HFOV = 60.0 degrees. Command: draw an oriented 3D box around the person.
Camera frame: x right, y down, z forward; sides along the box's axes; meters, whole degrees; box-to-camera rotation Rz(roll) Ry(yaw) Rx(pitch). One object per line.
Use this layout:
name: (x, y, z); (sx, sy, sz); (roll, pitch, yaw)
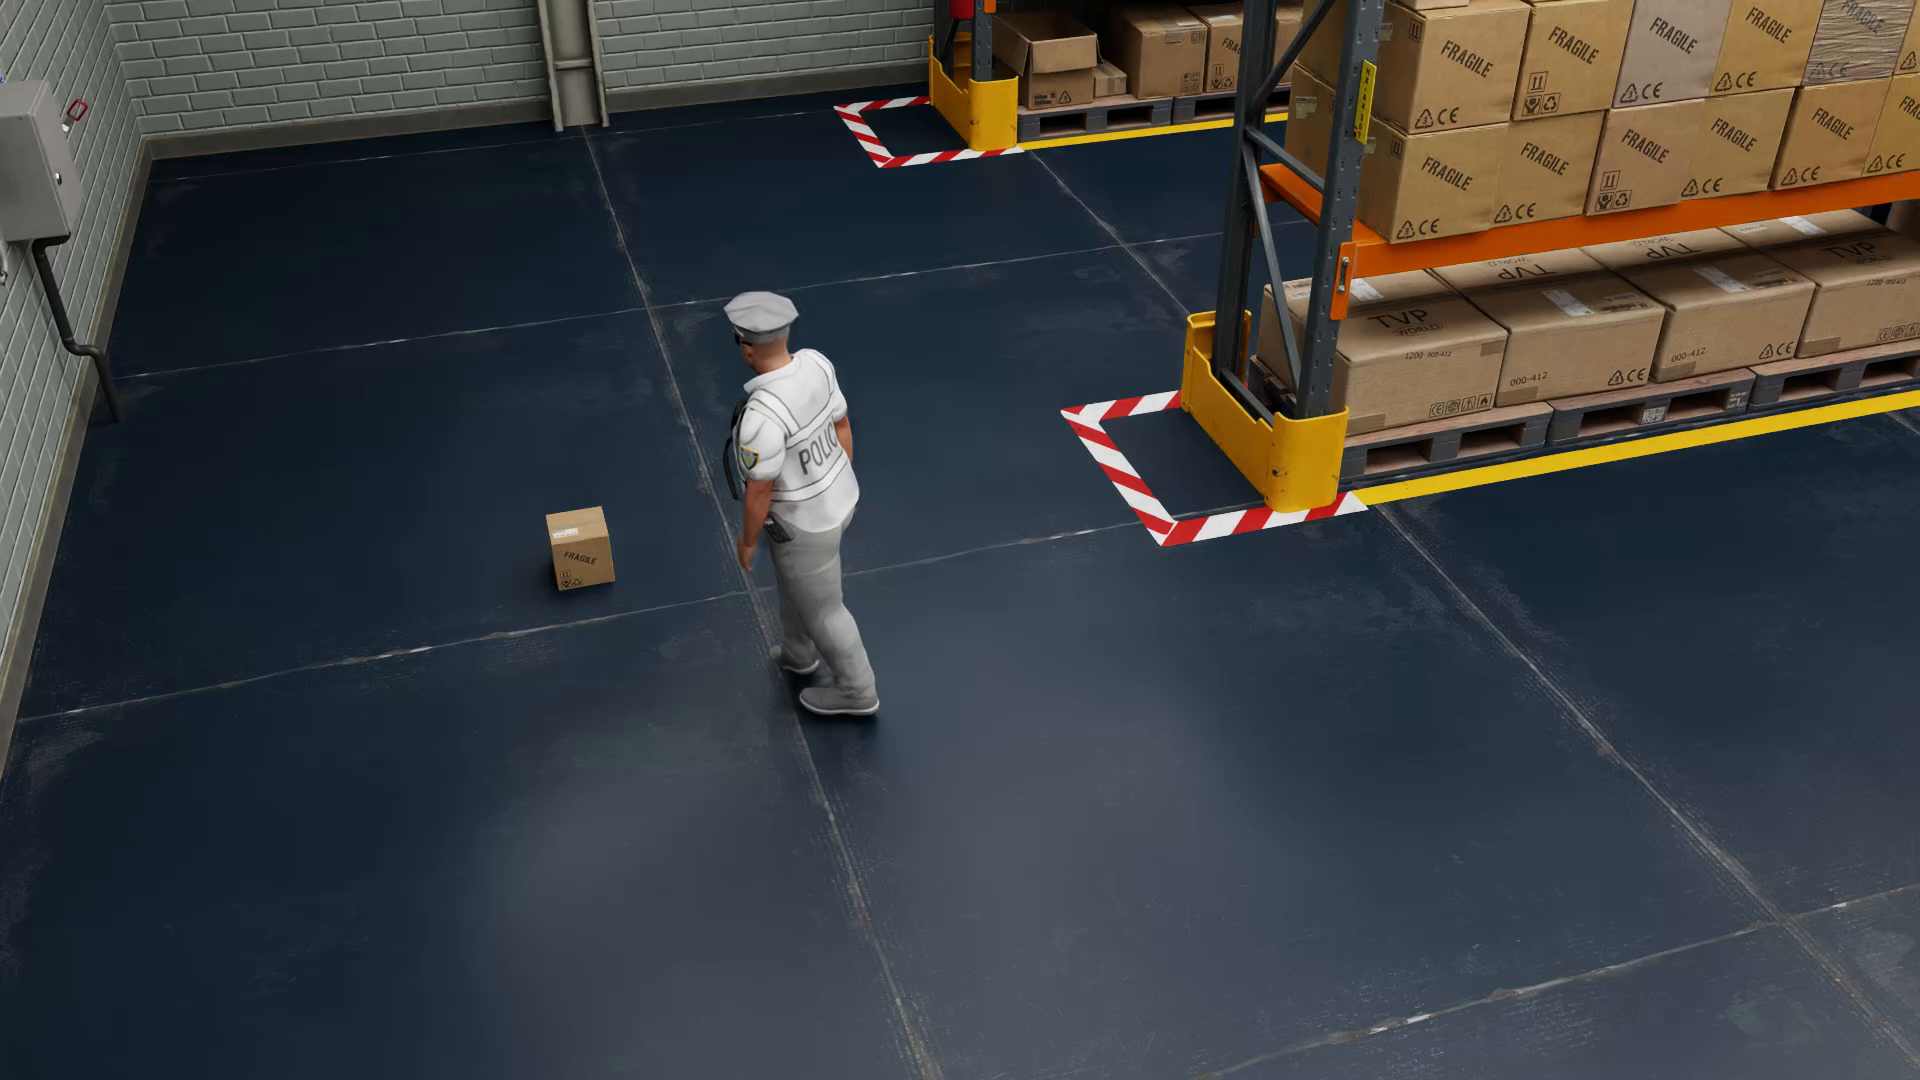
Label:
person: (-0.592, -0.075, 6.287); (0.597, 1.796, 0.573); (9, 35, 14)
